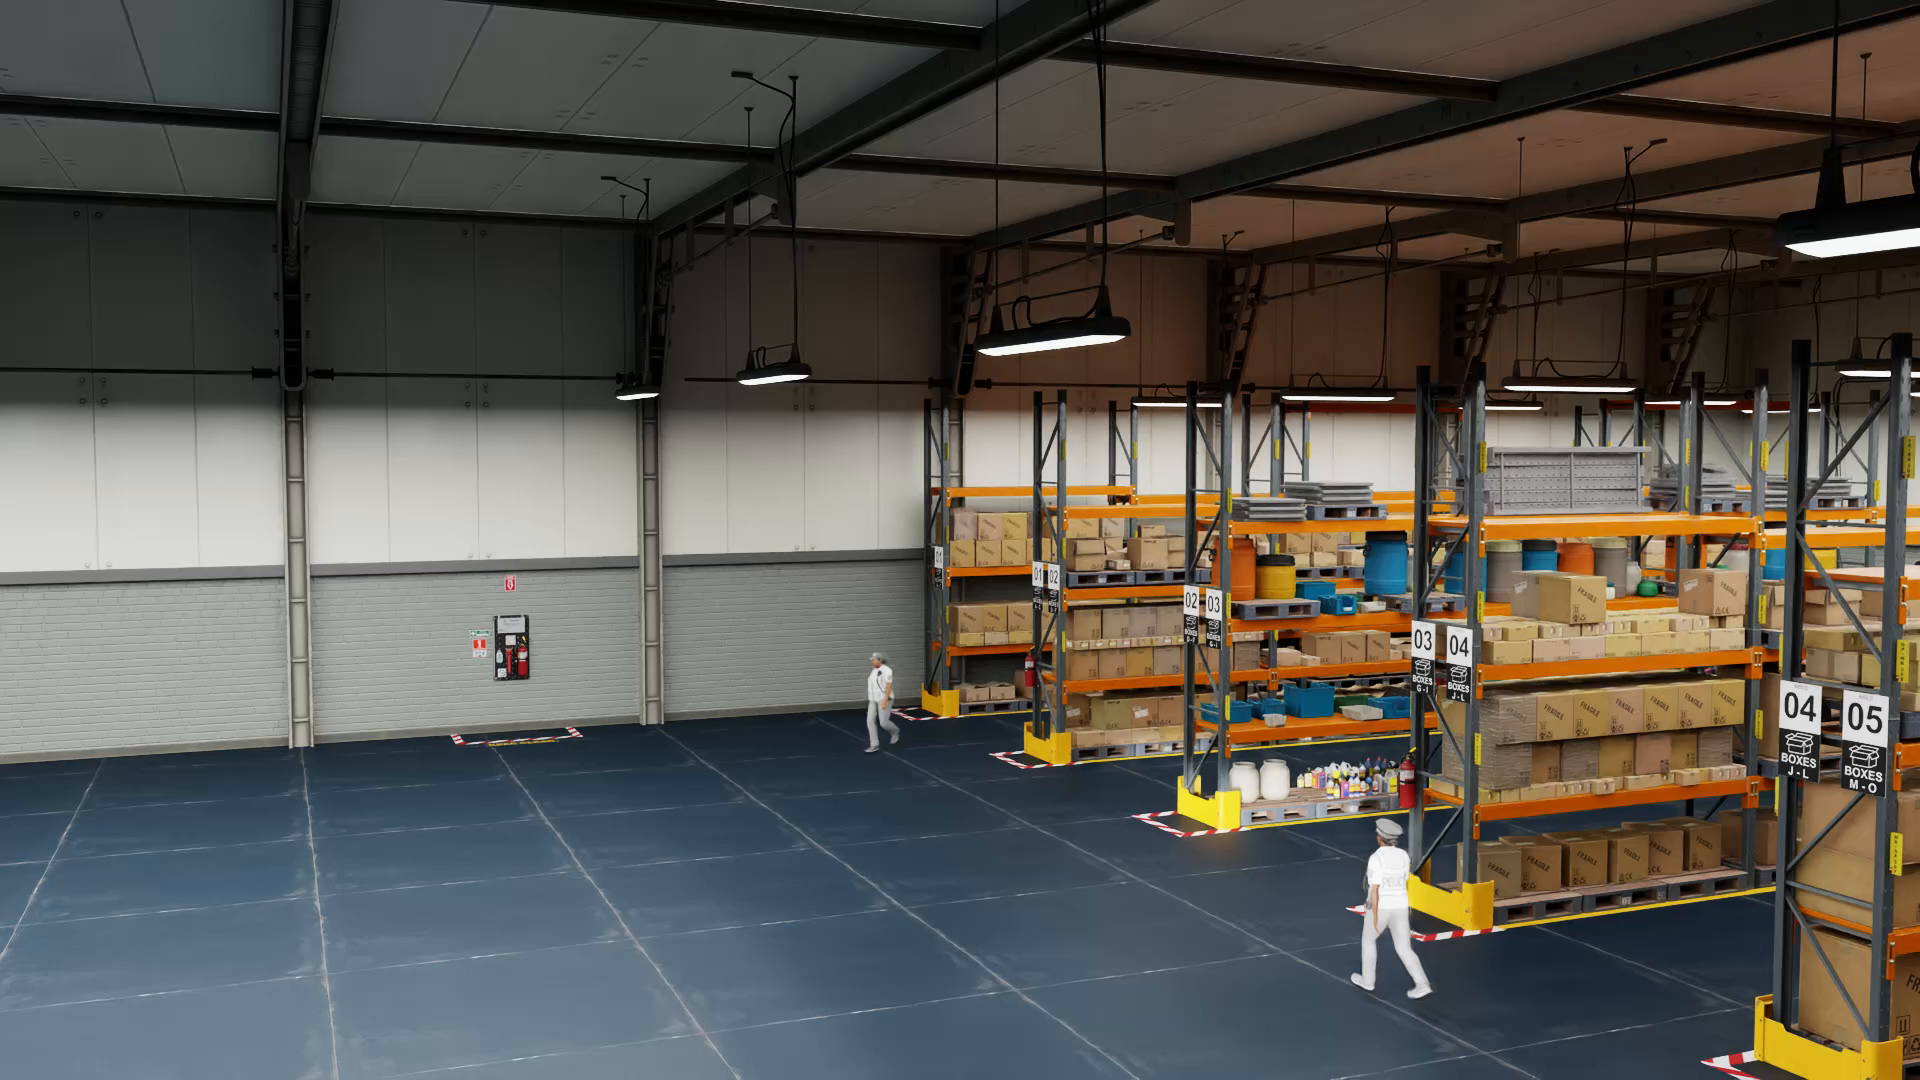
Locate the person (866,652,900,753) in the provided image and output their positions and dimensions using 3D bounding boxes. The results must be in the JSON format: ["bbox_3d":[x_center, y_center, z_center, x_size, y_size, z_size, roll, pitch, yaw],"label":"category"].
[{"bbox_3d":[-1.342,2.704,27.825,0.495,1.632,0.683,3,5,42],"label":"person"}]

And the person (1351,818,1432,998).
[{"bbox_3d":[3.990,3.420,15.420,0.443,1.643,0.965,-1,4,-20],"label":"person"}]
